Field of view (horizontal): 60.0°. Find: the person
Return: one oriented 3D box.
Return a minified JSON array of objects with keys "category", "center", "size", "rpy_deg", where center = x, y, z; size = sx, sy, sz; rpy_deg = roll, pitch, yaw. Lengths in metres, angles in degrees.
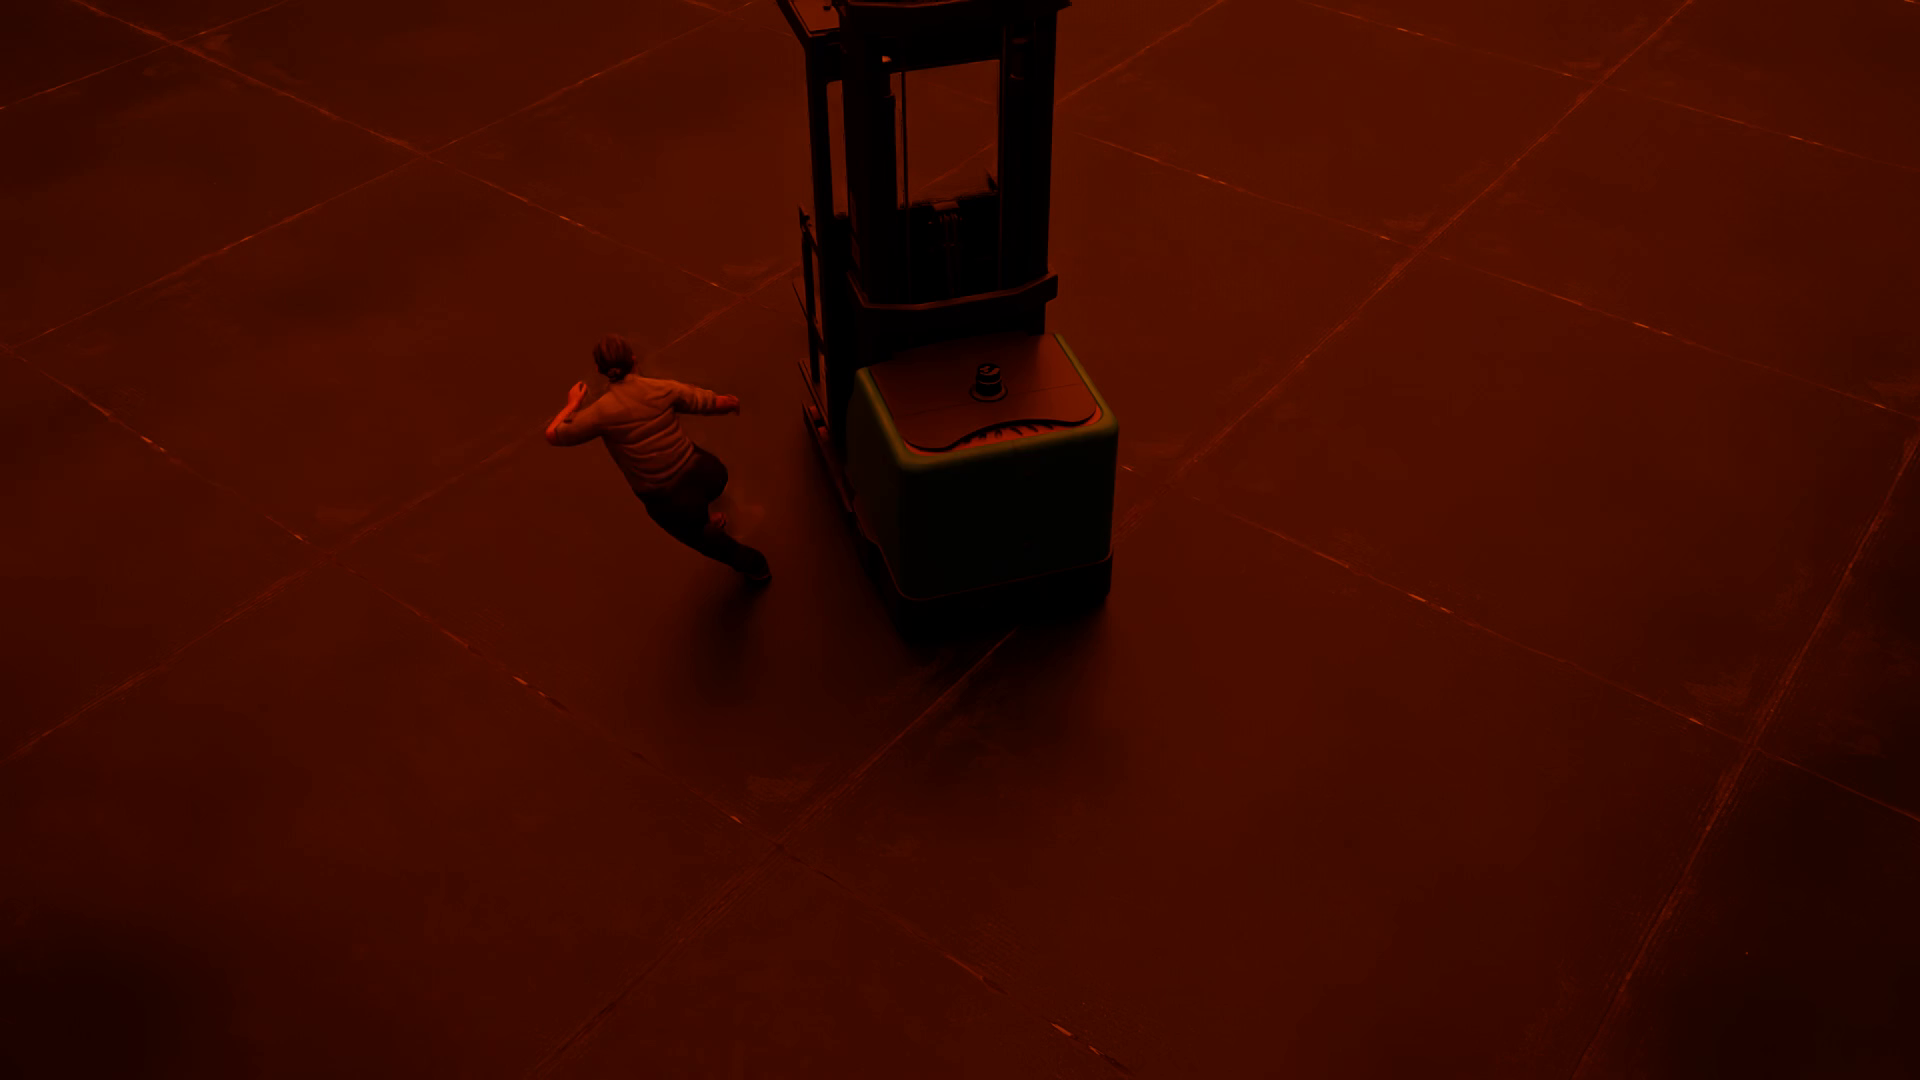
[{"category":"person","center":[-1.369,-0.363,7.680],"size":[0.854,1.426,0.913],"rpy_deg":[32,50,32]}]

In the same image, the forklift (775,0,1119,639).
[{"category":"forklift","center":[-0.210,-1.625,7.981],"size":[1.130,2.935,3.031],"rpy_deg":[-12,42,-13]}]
